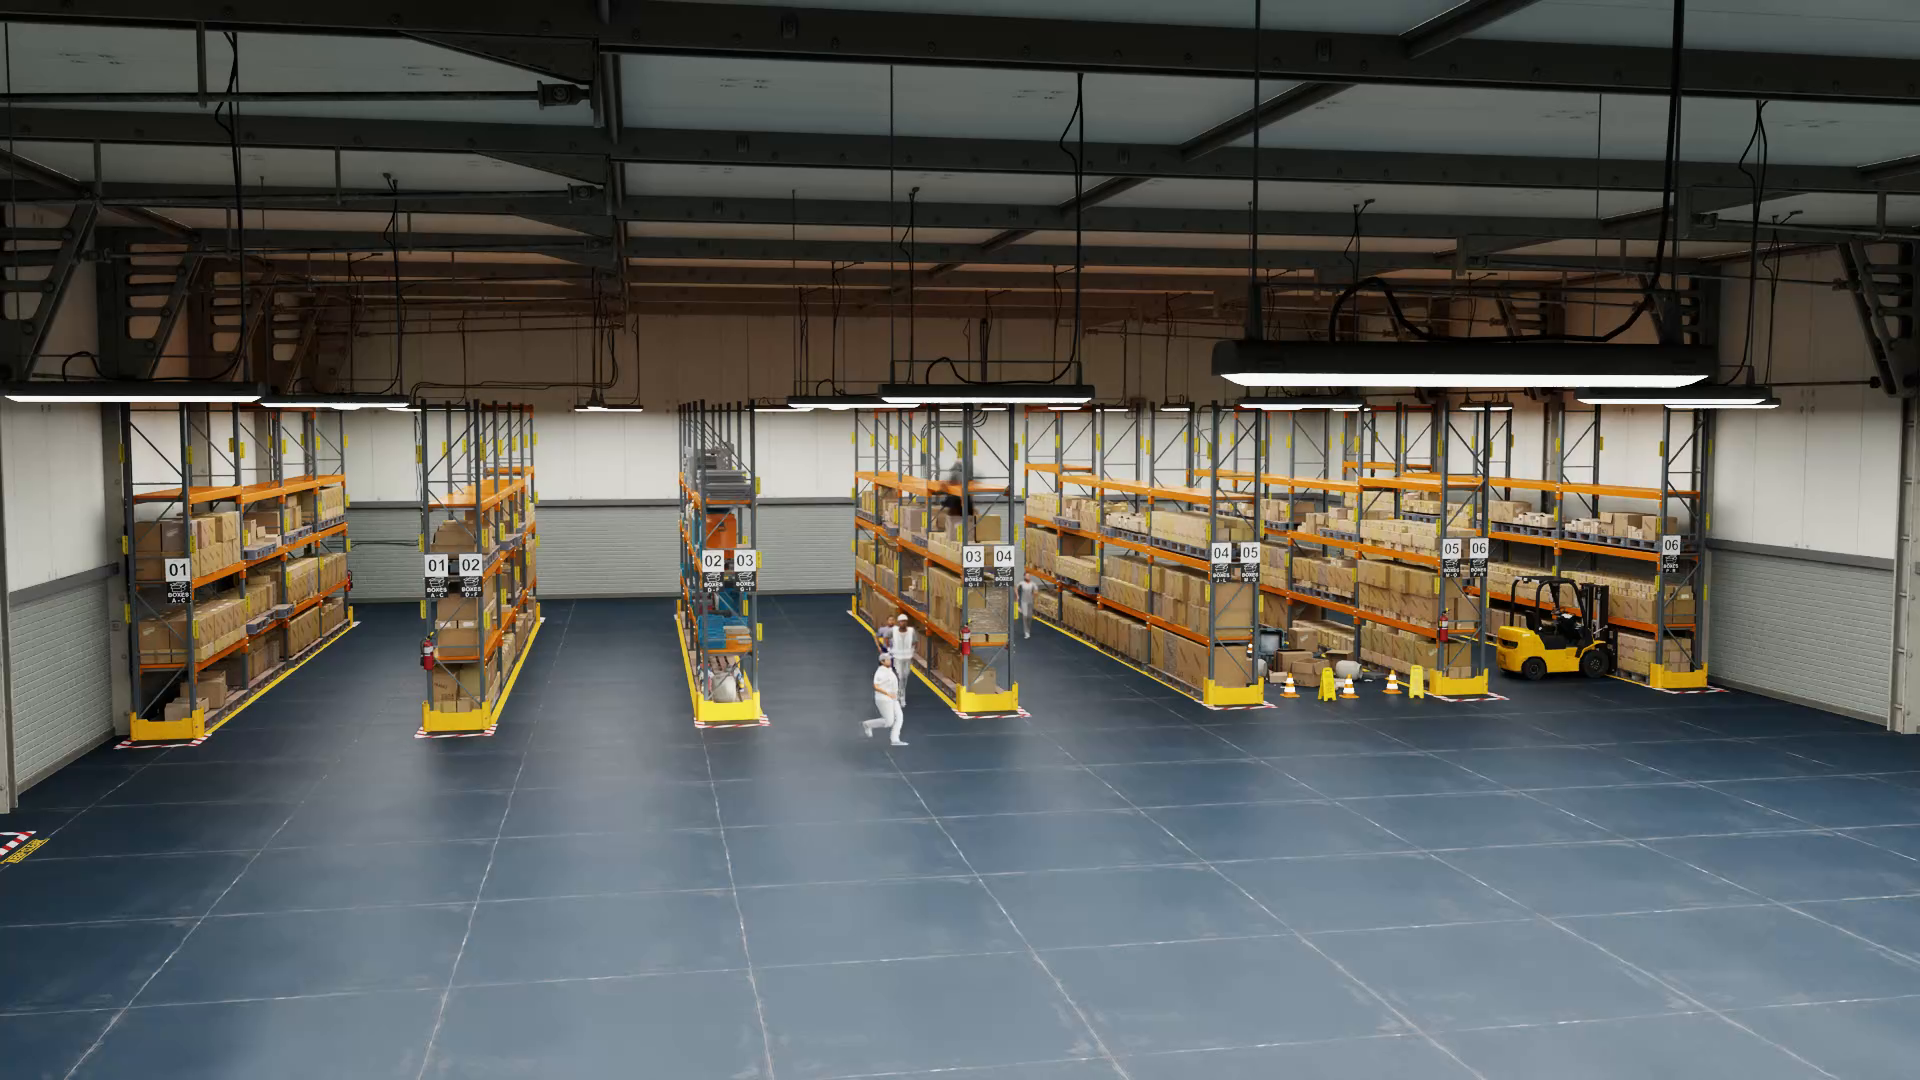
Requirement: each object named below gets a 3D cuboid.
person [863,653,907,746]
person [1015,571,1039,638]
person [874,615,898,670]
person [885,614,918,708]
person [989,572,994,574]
[{"bbox_3d":[-1.273,2.753,28.743,0.769,1.624,0.621,2,5,19],"label":"person"},{"bbox_3d":[1.732,1.632,42.772,0.567,1.664,0.946,-1,4,-8],"label":"person"},{"bbox_3d":[-1.418,2.346,33.942,0.627,1.633,0.760,-1,4,-15],"label":"person"},{"bbox_3d":[-1.144,2.346,32.919,0.620,1.800,0.960,-1,4,-16],"label":"person"},{"bbox_3d":[0.794,1.325,47.745,0.613,1.640,0.838,0,4,2],"label":"person"}]
